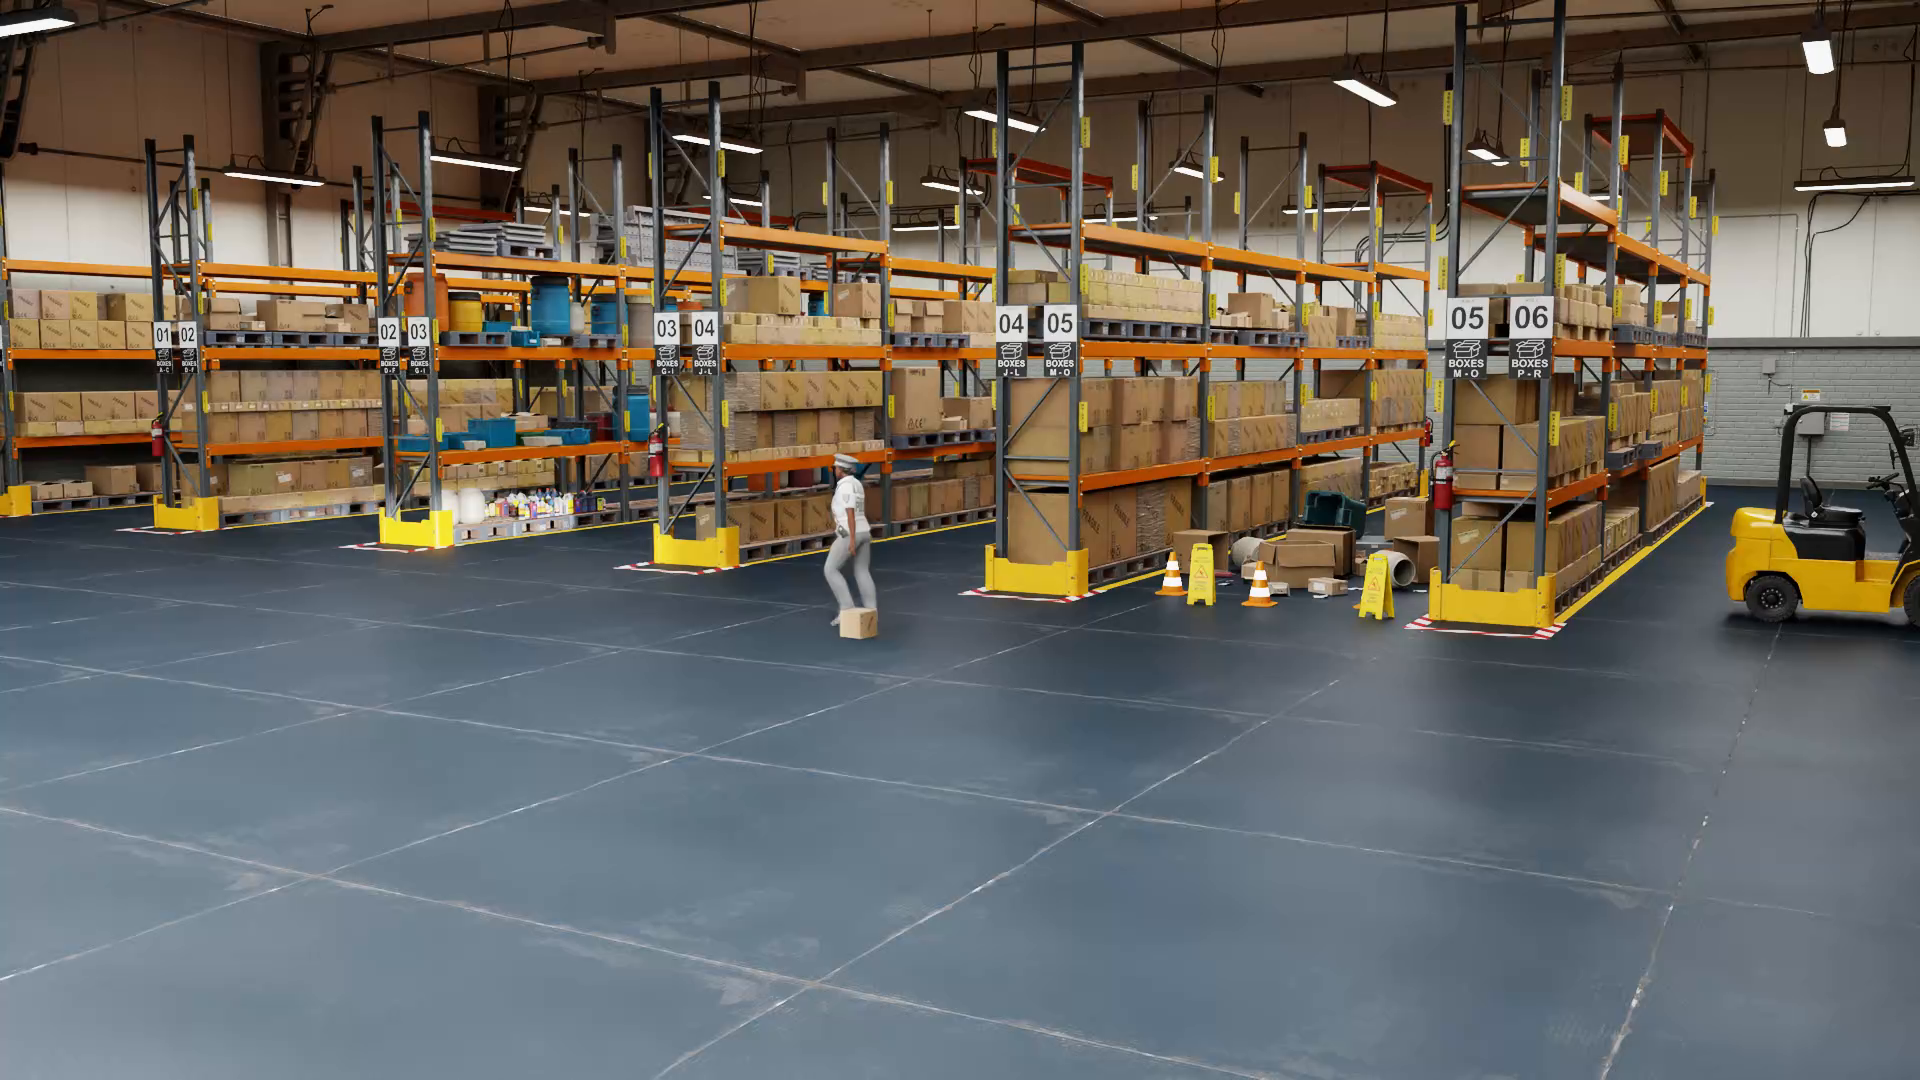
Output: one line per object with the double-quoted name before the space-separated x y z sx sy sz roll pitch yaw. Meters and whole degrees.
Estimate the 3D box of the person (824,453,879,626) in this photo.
"person" -1.044 -0.007 16.329 0.517 1.687 0.484 2 6 21
